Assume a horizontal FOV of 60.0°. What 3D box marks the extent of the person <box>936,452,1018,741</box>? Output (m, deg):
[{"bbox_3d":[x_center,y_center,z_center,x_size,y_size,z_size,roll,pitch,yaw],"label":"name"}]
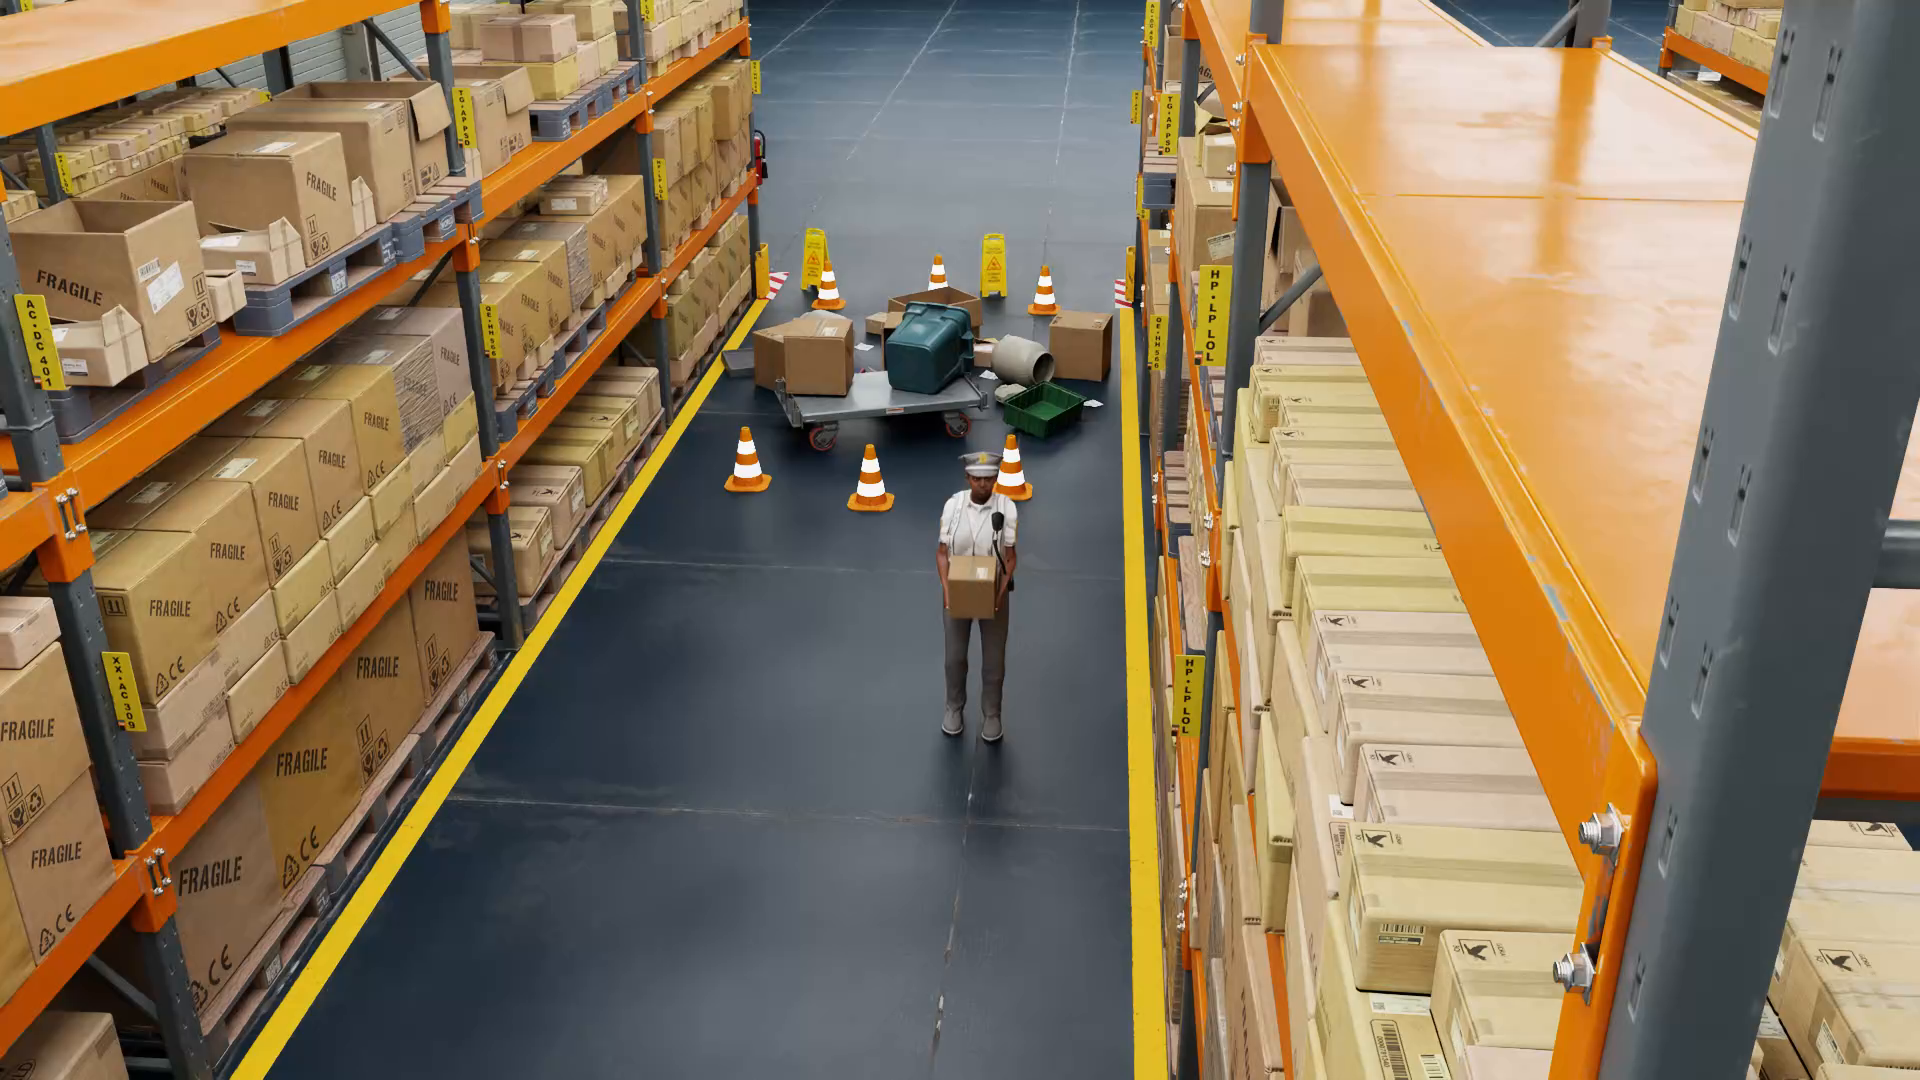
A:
[{"bbox_3d":[0.090,0.319,9.264,0.449,1.688,0.540,2,25,4],"label":"person"}]
